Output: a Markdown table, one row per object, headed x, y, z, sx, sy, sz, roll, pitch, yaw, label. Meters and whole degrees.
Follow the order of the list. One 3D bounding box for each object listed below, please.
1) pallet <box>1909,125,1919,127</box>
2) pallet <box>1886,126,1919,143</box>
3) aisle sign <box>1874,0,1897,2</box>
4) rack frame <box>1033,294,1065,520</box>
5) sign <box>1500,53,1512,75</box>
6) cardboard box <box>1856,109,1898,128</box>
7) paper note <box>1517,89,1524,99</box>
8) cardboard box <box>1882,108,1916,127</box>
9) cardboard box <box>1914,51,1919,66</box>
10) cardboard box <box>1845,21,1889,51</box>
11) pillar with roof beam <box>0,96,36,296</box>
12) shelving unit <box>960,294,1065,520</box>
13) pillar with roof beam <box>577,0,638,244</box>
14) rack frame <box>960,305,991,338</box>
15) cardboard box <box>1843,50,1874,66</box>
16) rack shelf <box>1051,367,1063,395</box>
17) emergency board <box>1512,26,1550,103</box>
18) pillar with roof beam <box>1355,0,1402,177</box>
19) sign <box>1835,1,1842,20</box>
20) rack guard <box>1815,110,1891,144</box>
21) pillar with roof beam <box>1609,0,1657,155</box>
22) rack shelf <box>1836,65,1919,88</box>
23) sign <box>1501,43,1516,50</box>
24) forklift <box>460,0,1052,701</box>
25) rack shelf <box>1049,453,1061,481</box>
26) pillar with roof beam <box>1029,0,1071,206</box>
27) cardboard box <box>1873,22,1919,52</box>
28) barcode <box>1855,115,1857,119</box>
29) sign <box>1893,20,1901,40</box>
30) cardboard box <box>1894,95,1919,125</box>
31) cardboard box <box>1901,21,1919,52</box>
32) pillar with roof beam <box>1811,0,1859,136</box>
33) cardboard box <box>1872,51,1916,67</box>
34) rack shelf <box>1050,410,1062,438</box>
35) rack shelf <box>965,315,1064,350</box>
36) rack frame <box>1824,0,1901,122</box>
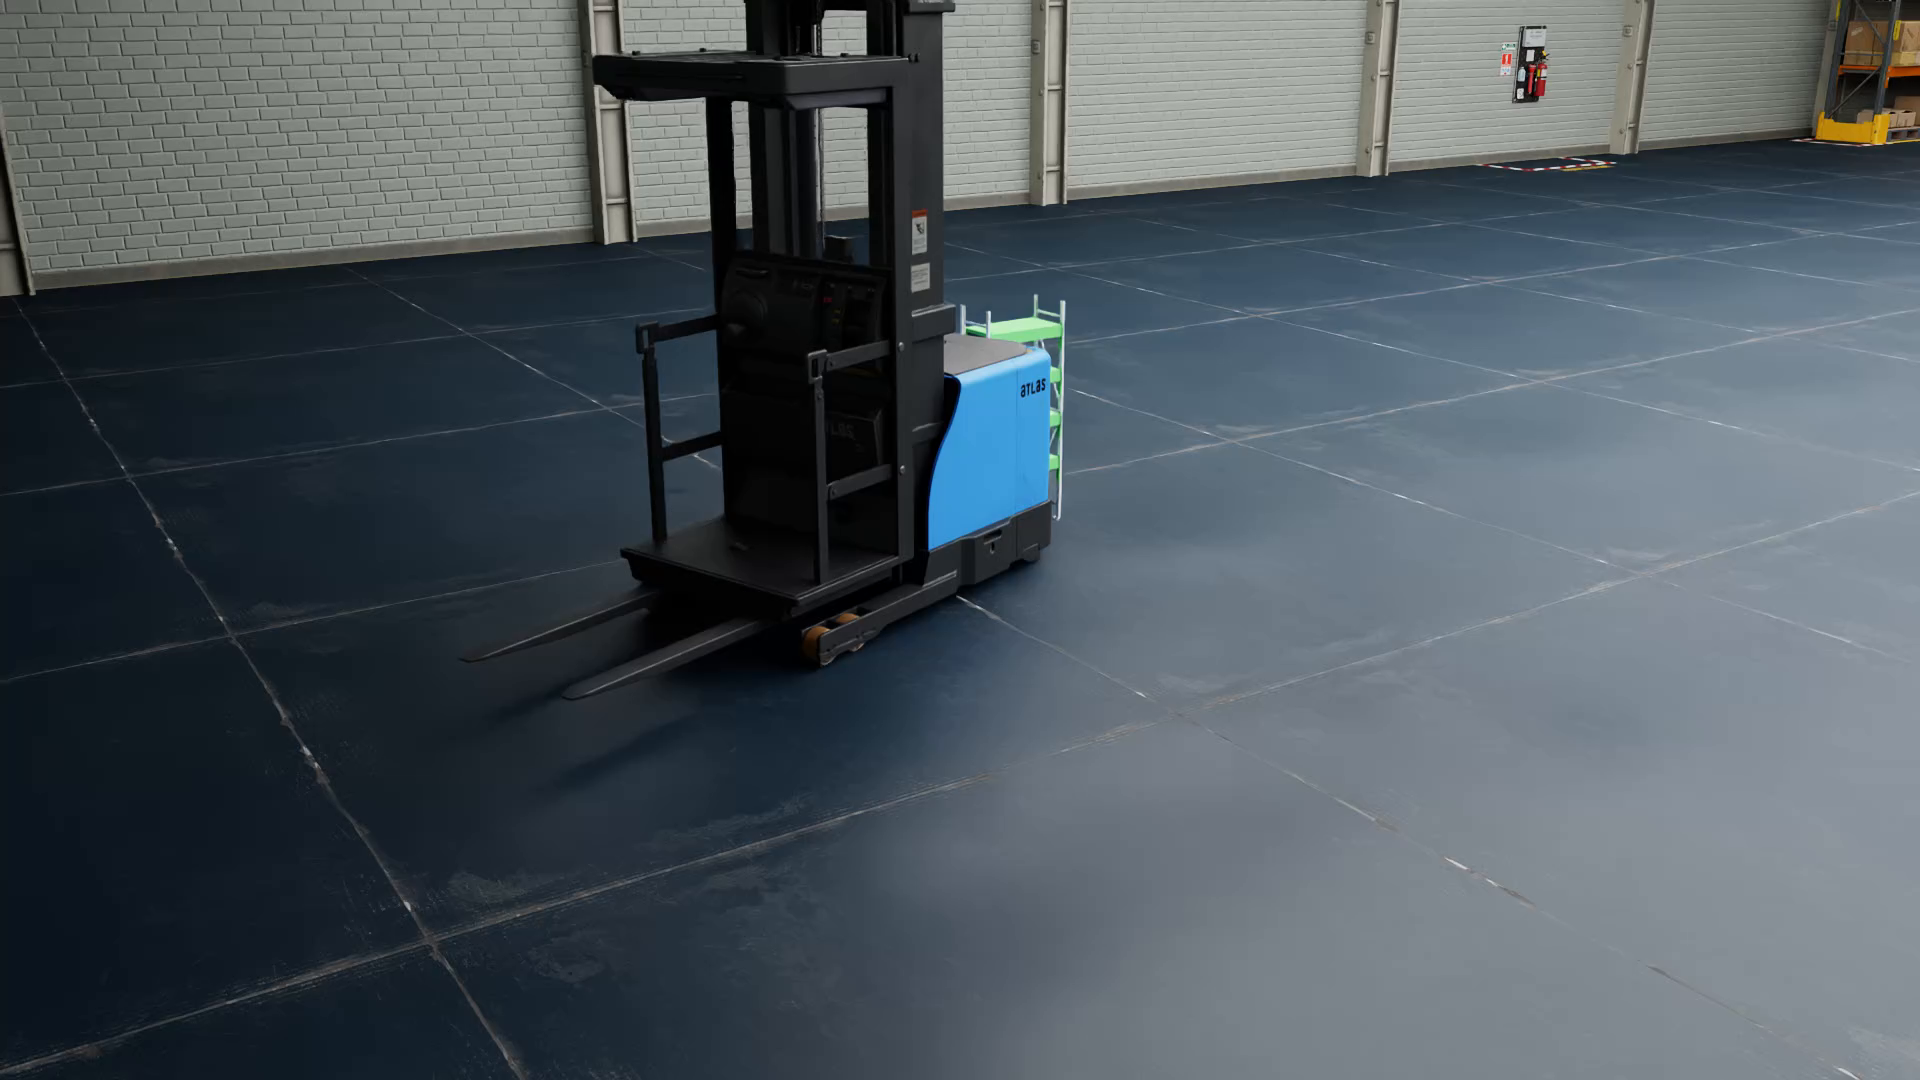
| x | y | z | sx | sy | sz | roll | pitch | yaw | label |
| --- | --- | --- | --- | --- | --- | --- | --- | --- | --- |
| 17.854 | -7.685 | 31.147 | 1.213 | 0.211 | 1.003 | -12 | 22 | -31 | pallet |
| 16.836 | -7.471 | 30.515 | 1.213 | 0.211 | 1.003 | -12 | 22 | -31 | pallet |
| 16.179 | -9.784 | 28.942 | 0.004 | 0.787 | 0.394 | -12 | 22 | -31 | aisle sign |
| 0.472 | -0.710 | 8.972 | 0.015 | 1.200 | 0.240 | -13 | 23 | -34 | rack frame |
| 8.569 | -7.465 | 26.087 | 0.234 | 0.329 | 0.001 | -12 | 22 | -31 | sign |
| 16.702 | -7.678 | 30.283 | 0.500 | 0.311 | 0.500 | -15 | 24 | -37 | cardboard box |
| 8.902 | -7.088 | 26.403 | 0.142 | 0.148 | 0.016 | -12 | 22 | -31 | paper note |
| 17.178 | -7.778 | 30.580 | 0.500 | 0.311 | 0.500 | -10 | 21 | -27 | cardboard box |
| 17.082 | -8.680 | 29.939 | 0.500 | 0.250 | 0.500 | -13 | 22 | -33 | cardboard box |
| 16.351 | -9.079 | 29.948 | 0.500 | 0.500 | 0.500 | -12 | 22 | -32 | cardboard box |
| -6.504 | -5.406 | 10.685 | 0.400 | 9.000 | 9.100 | -12 | 22 | -31 | pillar with roof beam |
| 0.275 | -0.664 | 8.835 | 0.503 | 1.200 | 0.258 | -13 | 23 | -34 | shelving unit |
| -1.493 | -6.463 | 13.811 | 0.400 | 9.000 | 9.100 | -12 | 22 | -31 | pillar with roof beam |
| 0.079 | -0.617 | 8.698 | 0.015 | 1.200 | 0.240 | -13 | 23 | -34 | rack frame |
| 16.358 | -8.718 | 30.051 | 0.500 | 0.250 | 0.500 | -12 | 22 | -31 | cardboard box |
| 0.275 | -0.831 | 8.778 | 0.480 | 0.148 | 0.258 | -13 | 23 | -34 | rack shelf |
| 9.087 | -7.518 | 26.299 | 0.643 | 1.169 | 0.194 | -12 | 22 | -31 | emergency board |
| 8.529 | -8.577 | 20.064 | 0.400 | 9.000 | 9.100 | -12 | 22 | -31 | pillar with roof beam |
| 15.786 | -9.496 | 29.847 | 0.005 | 0.325 | 0.100 | -12 | 22 | -31 | sign |
| 16.138 | -7.475 | 30.073 | 0.348 | 0.500 | 1.175 | -12 | 22 | -31 | rack guard |
| 13.540 | -9.634 | 23.190 | 0.400 | 9.000 | 9.100 | -12 | 22 | -31 | pillar with roof beam |
| 17.745 | -8.657 | 30.791 | 4.000 | 0.370 | 1.077 | -12 | 22 | -31 | rack shelf |
| 8.578 | -7.715 | 25.997 | 0.331 | 0.109 | 0.001 | -12 | 22 | -31 | sign |
| -0.825 | -1.027 | 7.207 | 1.130 | 2.935 | 3.031 | 14 | 23 | 35 | forklift |
| 0.275 | -0.376 | 8.932 | 0.480 | 0.148 | 0.258 | -13 | 23 | -34 | rack shelf |
| 3.518 | -7.520 | 16.937 | 0.400 | 9.000 | 9.100 | -12 | 22 | -31 | pillar with roof beam |
| 16.638 | -8.943 | 29.545 | 0.500 | 0.500 | 0.500 | -12 | 22 | -31 | cardboard box |
| 16.497 | -7.792 | 30.607 | 0.075 | 0.075 | 0.001 | -12 | 22 | -31 | barcode |
| 16.373 | -8.910 | 29.066 | 0.005 | 0.325 | 0.100 | -12 | 22 | -31 | sign |
| 17.818 | -7.984 | 30.892 | 0.500 | 0.500 | 0.700 | -14 | 23 | -35 | cardboard box |
| 17.057 | -9.027 | 29.795 | 0.500 | 0.500 | 0.500 | -12 | 22 | -31 | cardboard box |
| 18.551 | -10.690 | 26.316 | 0.400 | 9.000 | 9.100 | -12 | 22 | -31 | pillar with roof beam |
| 16.657 | -8.585 | 29.657 | 0.500 | 0.250 | 0.500 | -13 | 22 | -33 | cardboard box |
| 0.275 | -0.603 | 8.855 | 0.480 | 0.148 | 0.258 | -13 | 23 | -34 | rack shelf |
| 0.275 | -1.058 | 8.701 | 0.480 | 0.148 | 0.258 | -13 | 23 | -34 | rack shelf |
| 16.074 | -8.645 | 29.633 | 0.127 | 3.000 | 1.000 | -12 | 22 | -31 | rack frame |
